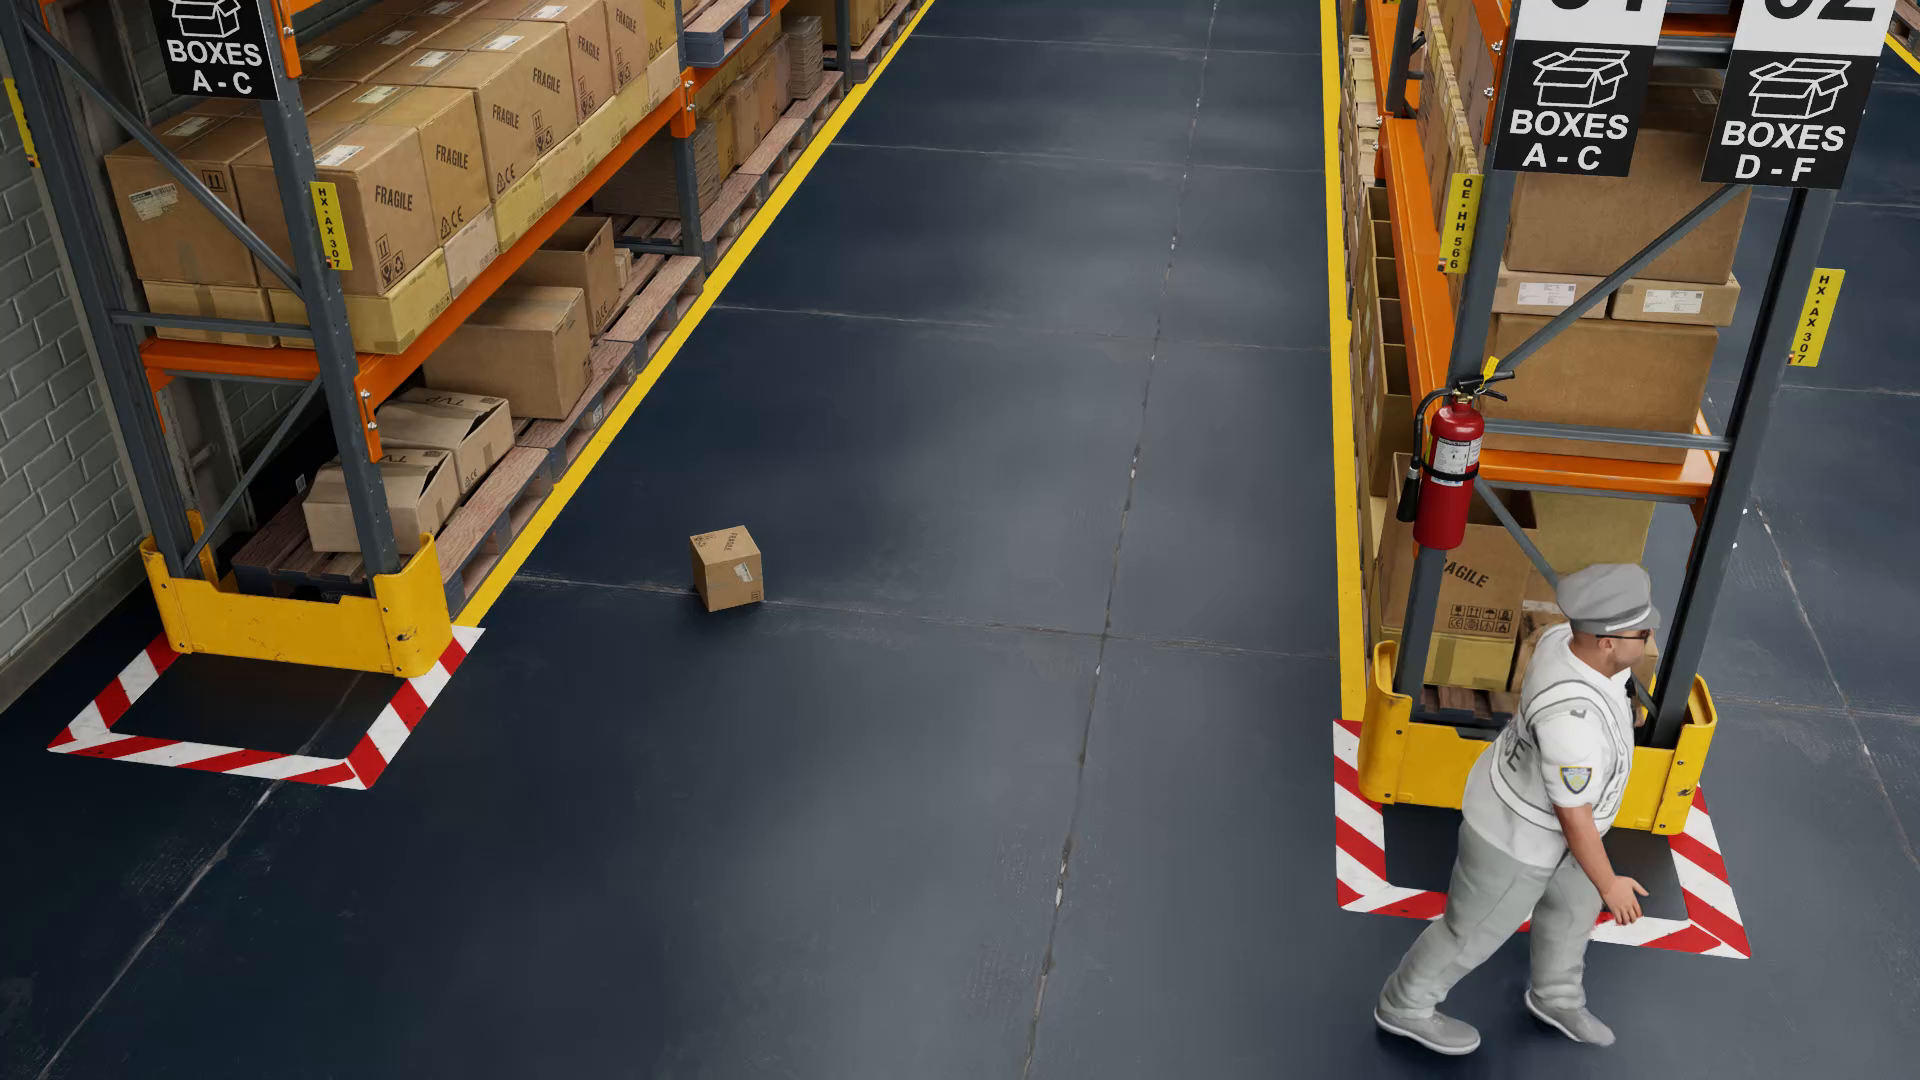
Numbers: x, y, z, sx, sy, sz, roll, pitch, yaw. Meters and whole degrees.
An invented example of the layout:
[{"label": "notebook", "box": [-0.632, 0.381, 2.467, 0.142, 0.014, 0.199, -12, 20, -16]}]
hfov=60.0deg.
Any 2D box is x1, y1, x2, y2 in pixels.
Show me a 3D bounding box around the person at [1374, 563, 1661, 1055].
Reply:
[{"label": "person", "box": [1.705, 0.840, 4.839, 0.740, 1.811, 0.574, 13, 34, 19]}]
